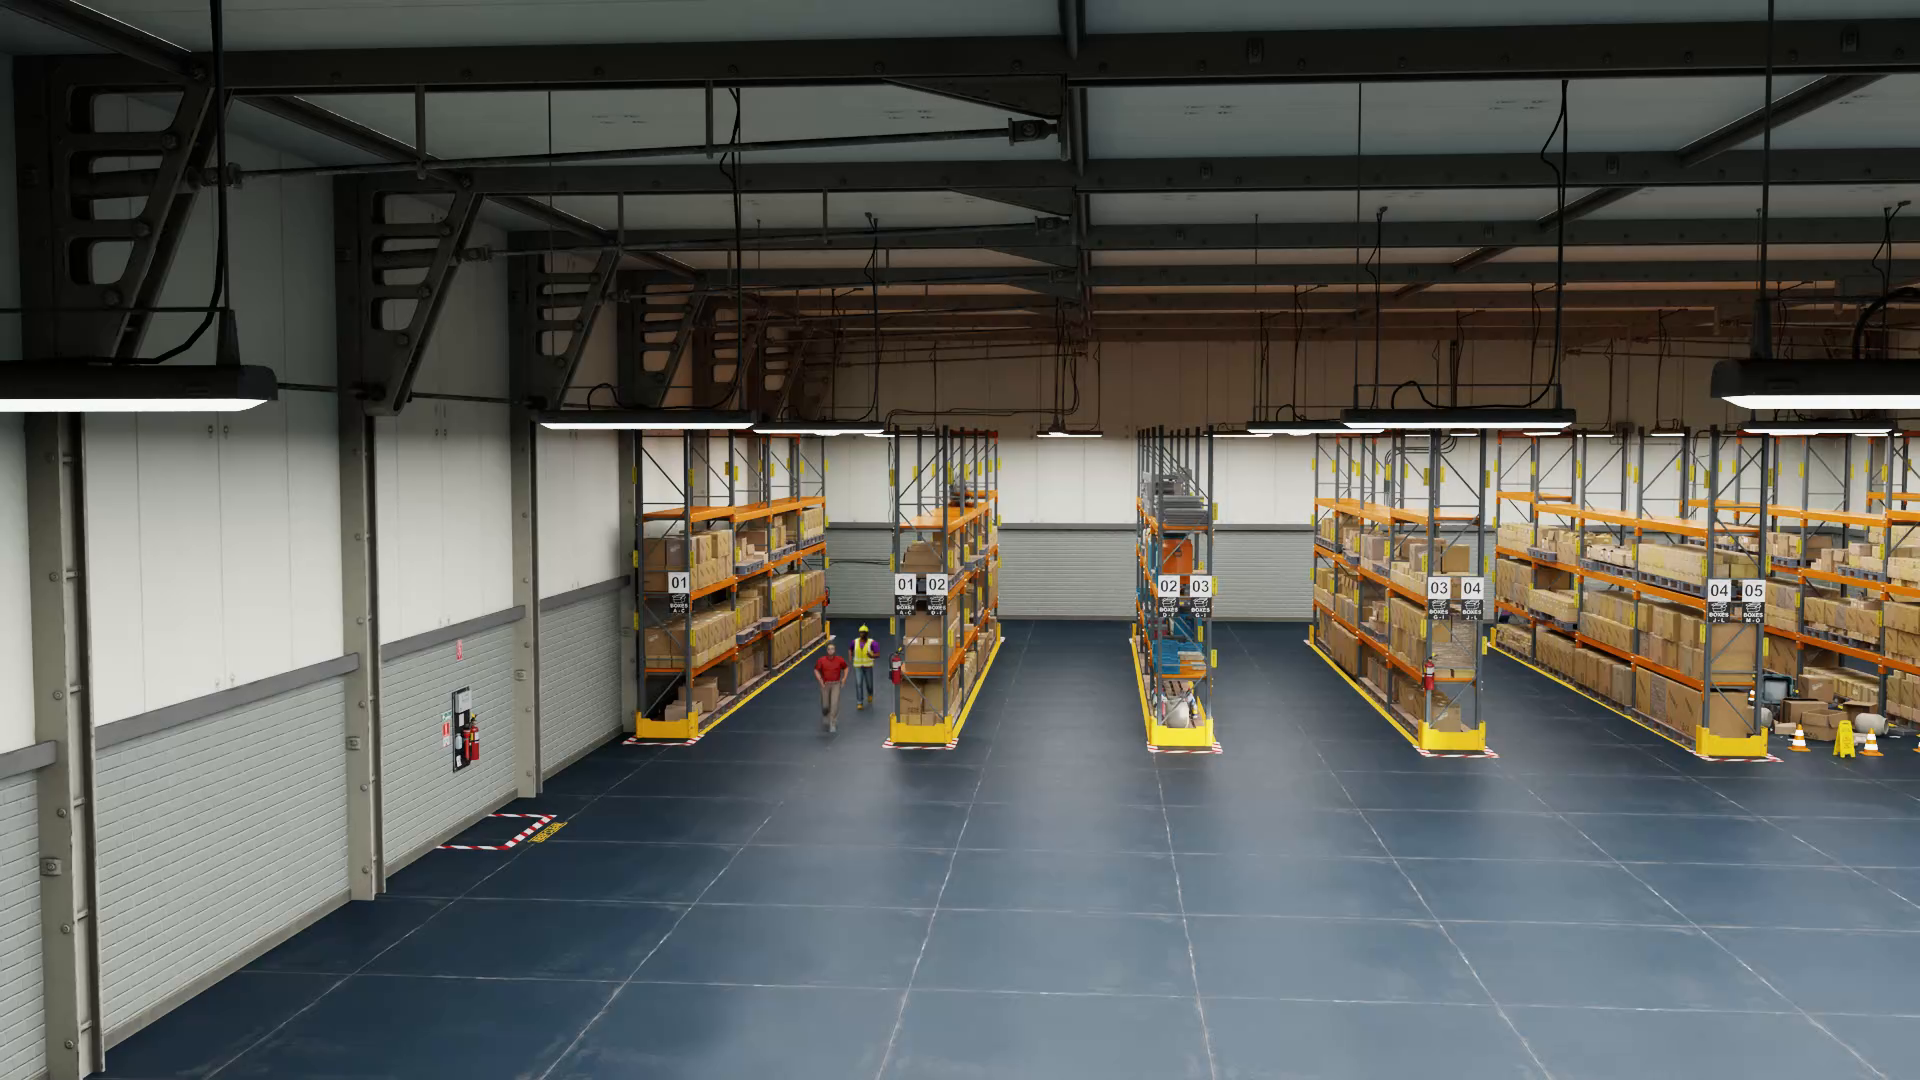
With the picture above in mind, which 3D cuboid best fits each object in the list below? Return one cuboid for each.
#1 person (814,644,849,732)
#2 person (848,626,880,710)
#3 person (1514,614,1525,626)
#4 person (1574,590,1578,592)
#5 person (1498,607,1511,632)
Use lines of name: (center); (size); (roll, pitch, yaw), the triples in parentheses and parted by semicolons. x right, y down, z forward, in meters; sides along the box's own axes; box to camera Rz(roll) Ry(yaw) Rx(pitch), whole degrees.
person: (-2.549, 2.904, 32.900); (0.666, 1.716, 0.710); (0, 3, -4)
person: (-2.055, 2.700, 35.447); (0.710, 1.747, 0.968); (0, 3, 4)
person: (16.096, 2.029, 47.376); (0.586, 1.718, 0.699); (1, 3, 11)
person: (17.651, 2.062, 47.248); (0.972, 1.750, 0.563); (0, 3, -4)
person: (15.607, 2.116, 47.460); (0.759, 1.550, 0.622); (1, 4, 20)
